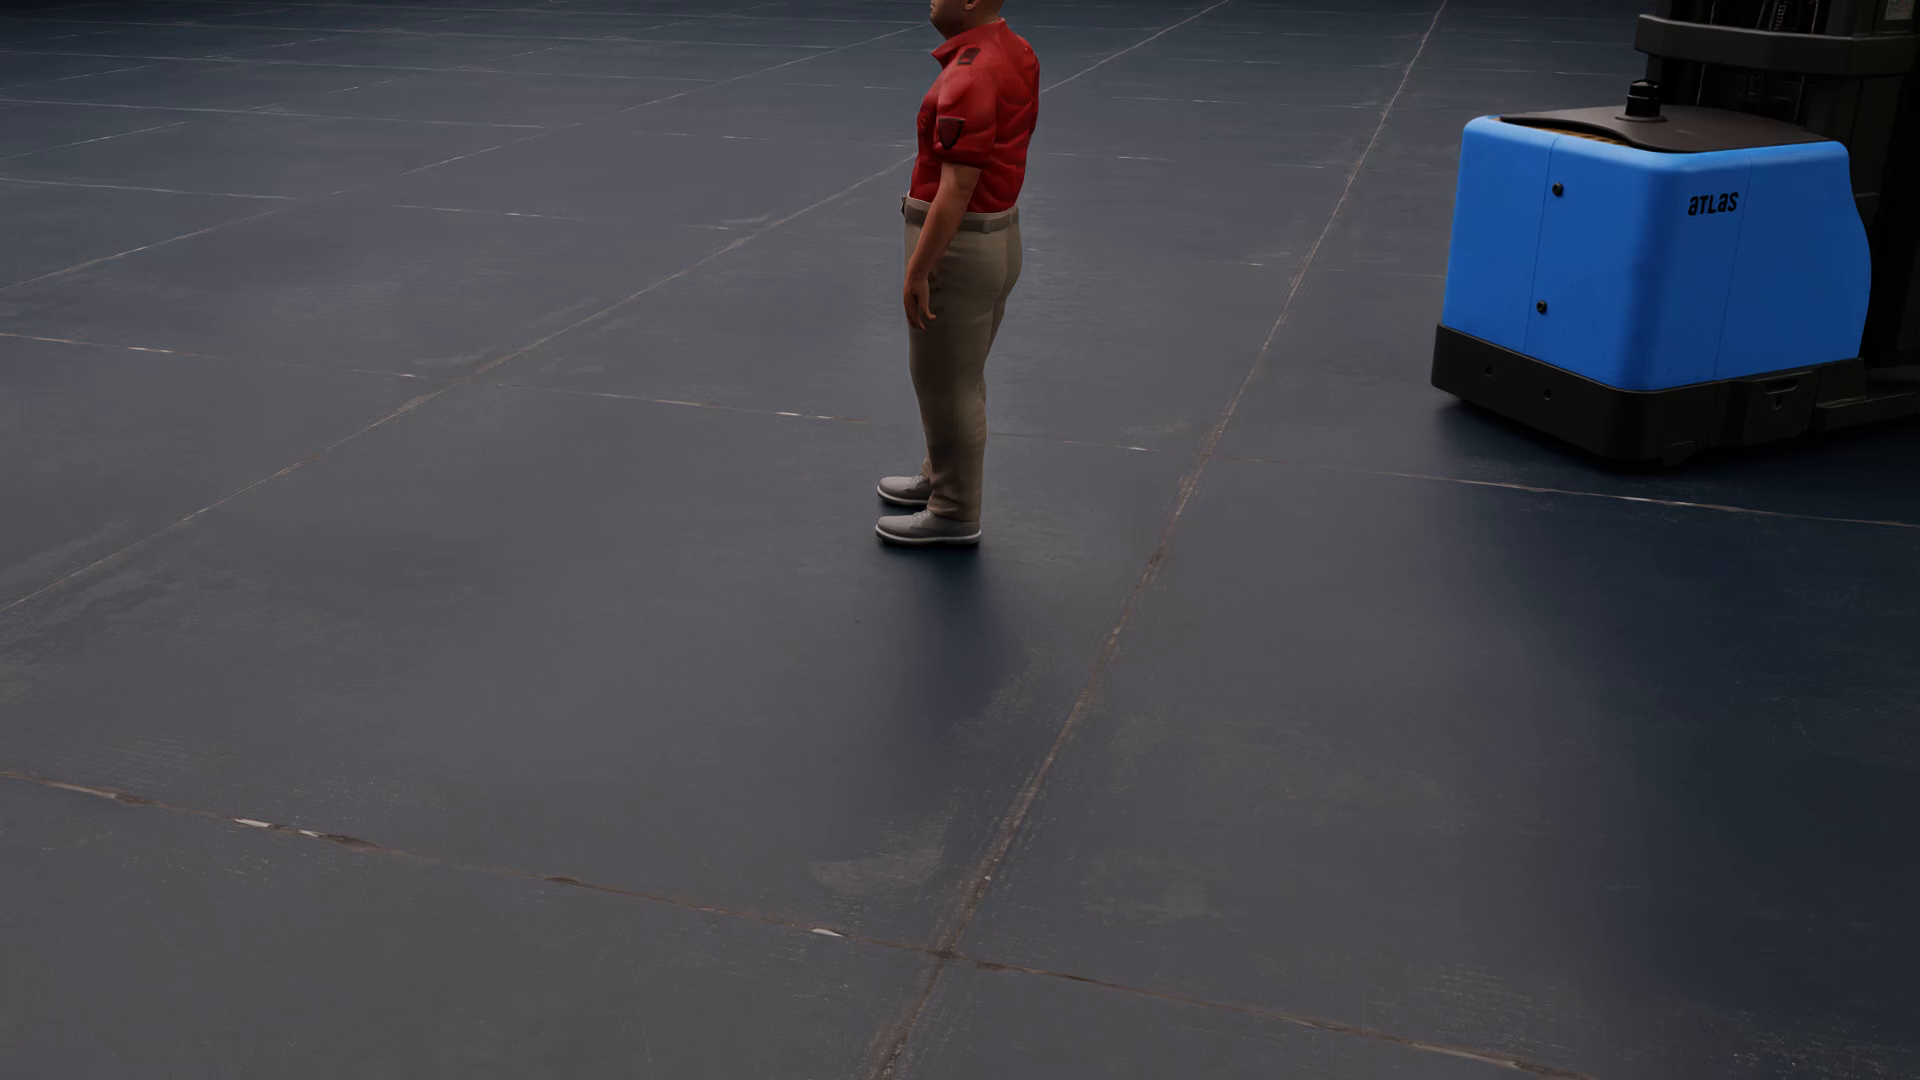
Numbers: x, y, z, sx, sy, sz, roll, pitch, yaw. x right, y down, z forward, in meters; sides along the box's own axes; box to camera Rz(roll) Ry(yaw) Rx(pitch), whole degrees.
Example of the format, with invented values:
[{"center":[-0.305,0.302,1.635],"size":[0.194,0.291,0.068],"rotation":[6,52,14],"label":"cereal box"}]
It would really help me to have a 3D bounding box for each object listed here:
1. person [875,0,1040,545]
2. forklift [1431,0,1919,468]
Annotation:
[{"center":[-0.082,-0.821,4.822],"size":[0.550,1.727,0.641],"rotation":[7,23,16],"label":"person"},{"center":[3.369,-1.960,6.026],"size":[3.031,2.935,1.130],"rotation":[-10,24,-22],"label":"forklift"}]
